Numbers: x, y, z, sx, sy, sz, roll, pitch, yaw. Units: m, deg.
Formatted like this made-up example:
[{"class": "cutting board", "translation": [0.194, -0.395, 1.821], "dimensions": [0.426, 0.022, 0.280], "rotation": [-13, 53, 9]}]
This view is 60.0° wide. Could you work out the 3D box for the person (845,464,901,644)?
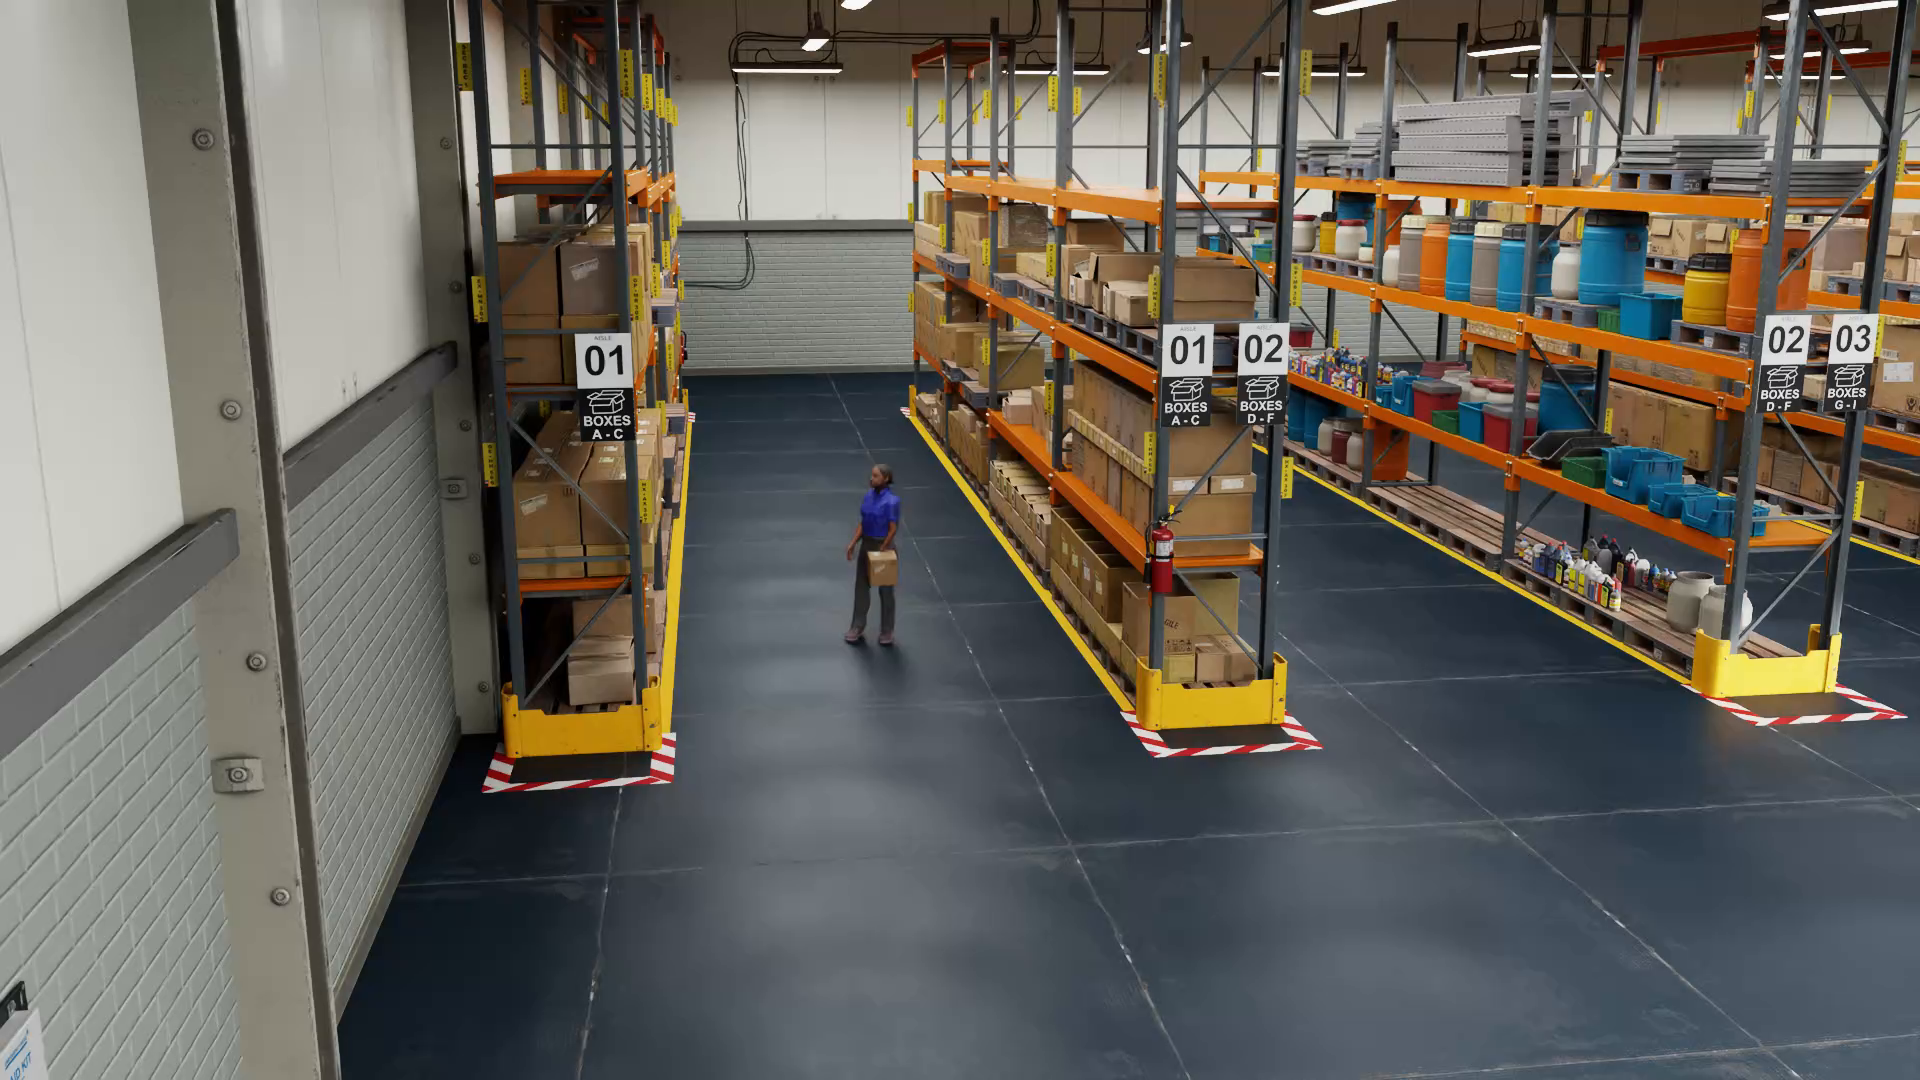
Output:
[{"class": "person", "translation": [-0.796, 0.130, 15.408], "dimensions": [0.489, 1.657, 0.498], "rotation": [11, 17, 40]}]
